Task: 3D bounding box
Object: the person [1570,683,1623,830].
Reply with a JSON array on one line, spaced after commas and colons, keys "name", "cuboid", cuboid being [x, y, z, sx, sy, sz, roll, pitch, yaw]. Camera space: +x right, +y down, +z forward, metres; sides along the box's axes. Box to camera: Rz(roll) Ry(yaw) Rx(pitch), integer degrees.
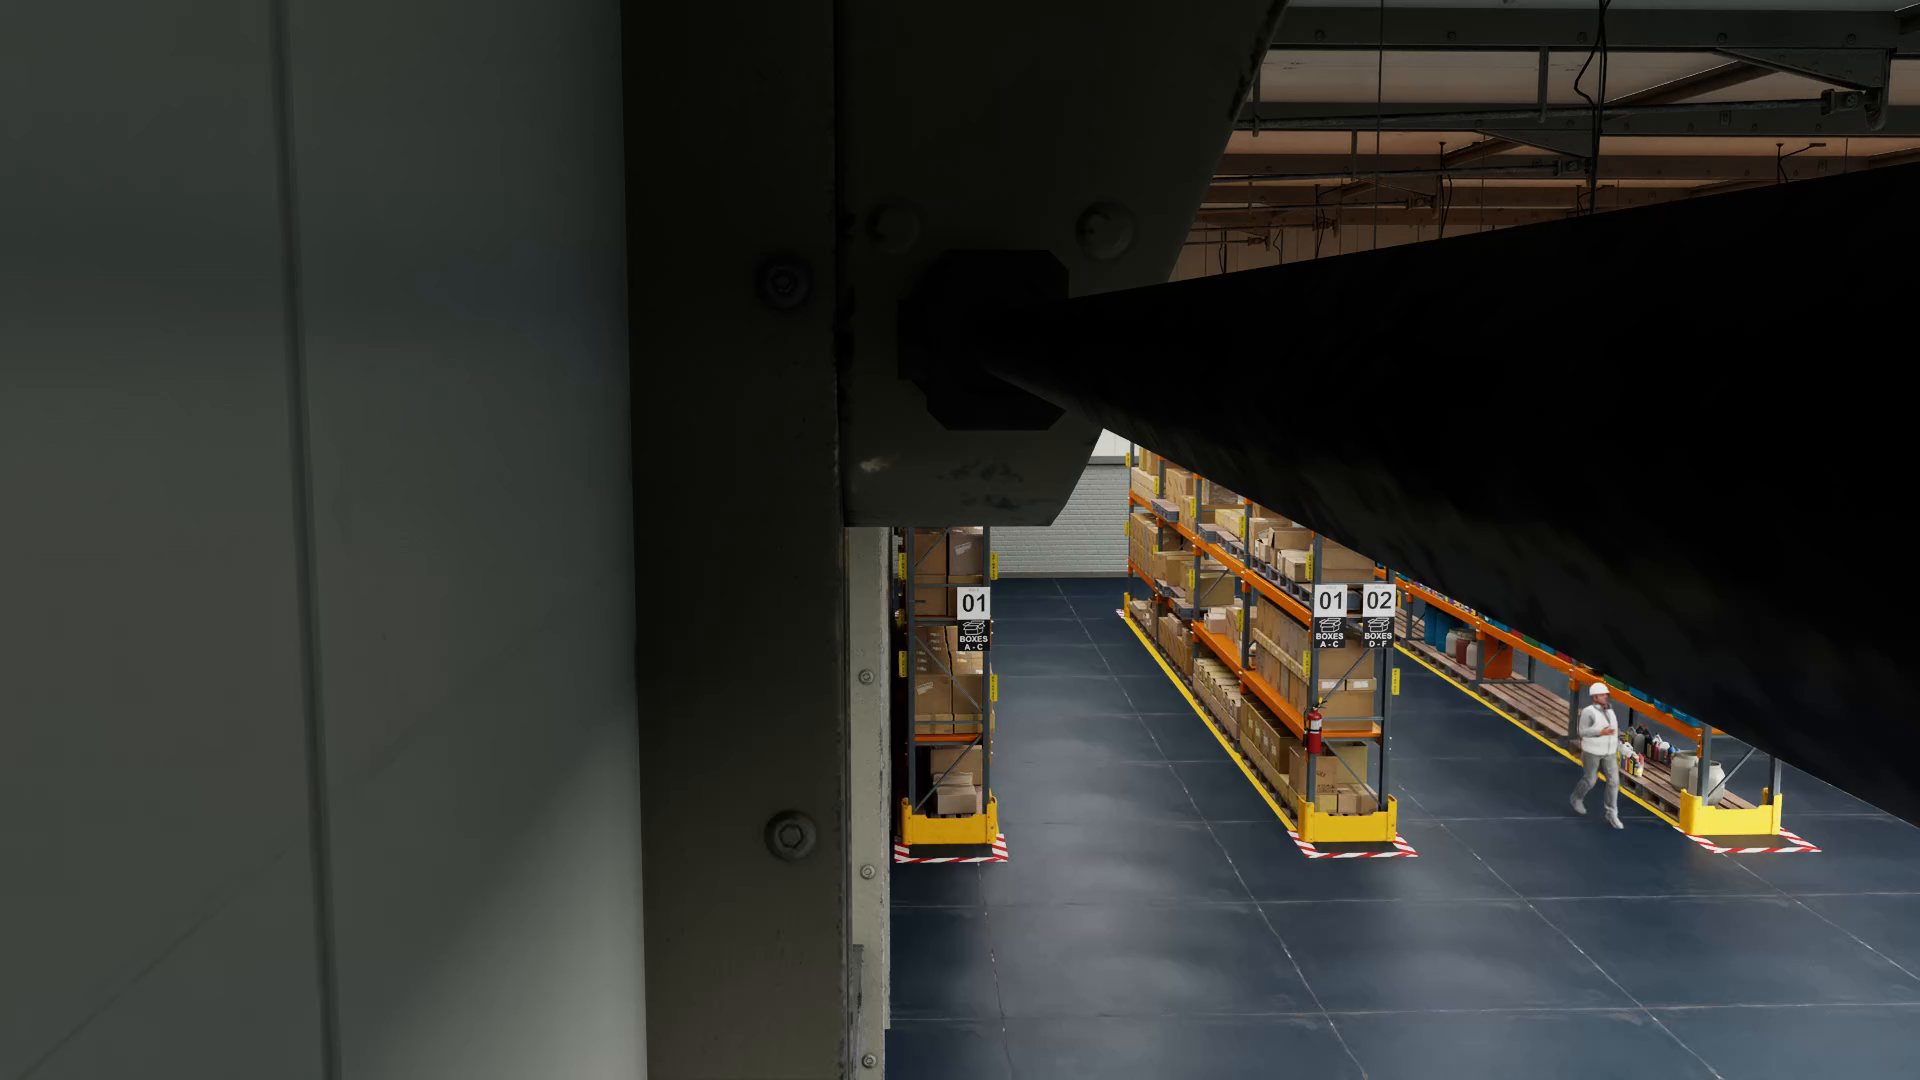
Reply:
[{"name": "person", "cuboid": [8.163, 2.720, 21.252, 0.650, 1.805, 0.826, -2, 8, -17]}]
